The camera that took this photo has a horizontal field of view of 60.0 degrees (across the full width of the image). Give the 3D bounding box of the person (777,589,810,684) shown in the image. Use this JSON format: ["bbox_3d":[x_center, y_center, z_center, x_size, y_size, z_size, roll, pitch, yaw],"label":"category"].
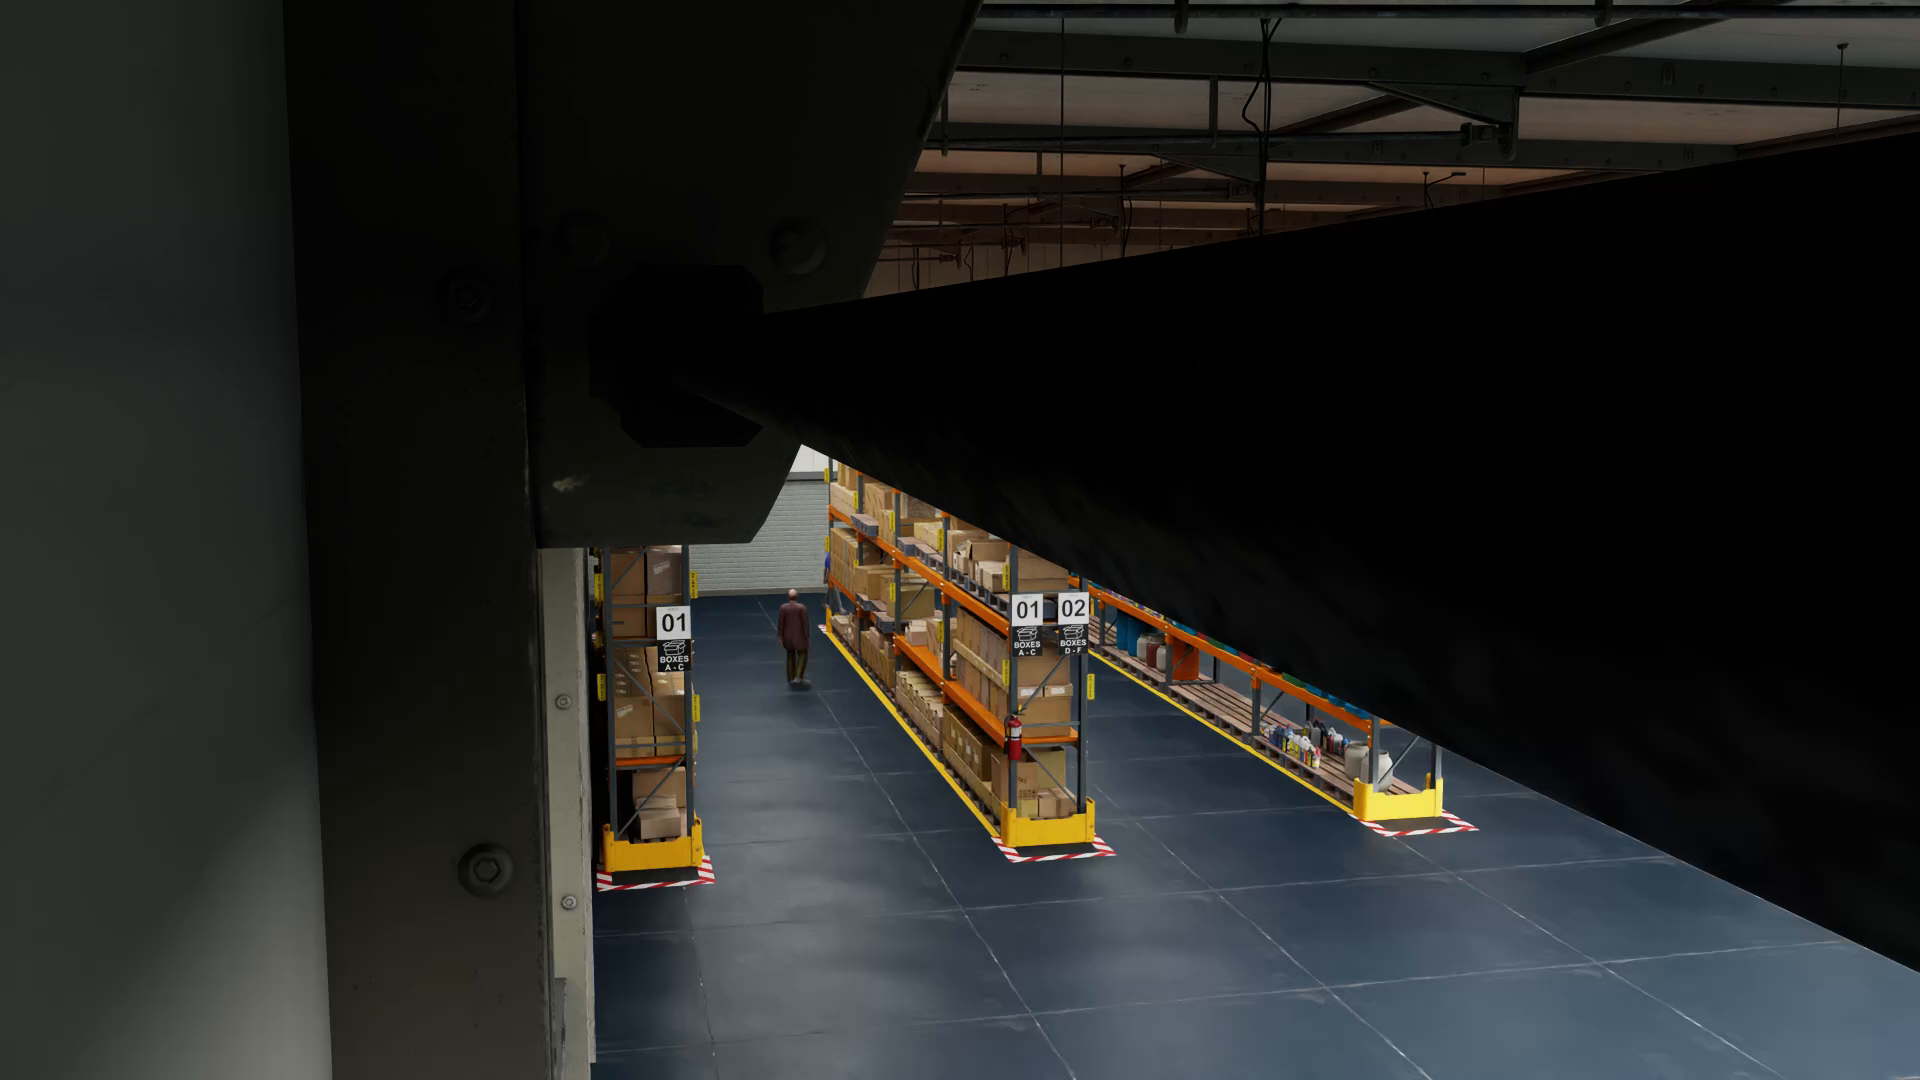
[{"bbox_3d":[-3.087,1.797,30.832,0.633,1.778,0.586,2,7,14],"label":"person"}]

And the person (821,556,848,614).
[{"bbox_3d":[-2.949,0.886,39.043,1.081,1.584,0.448,6,9,43],"label":"person"}]
